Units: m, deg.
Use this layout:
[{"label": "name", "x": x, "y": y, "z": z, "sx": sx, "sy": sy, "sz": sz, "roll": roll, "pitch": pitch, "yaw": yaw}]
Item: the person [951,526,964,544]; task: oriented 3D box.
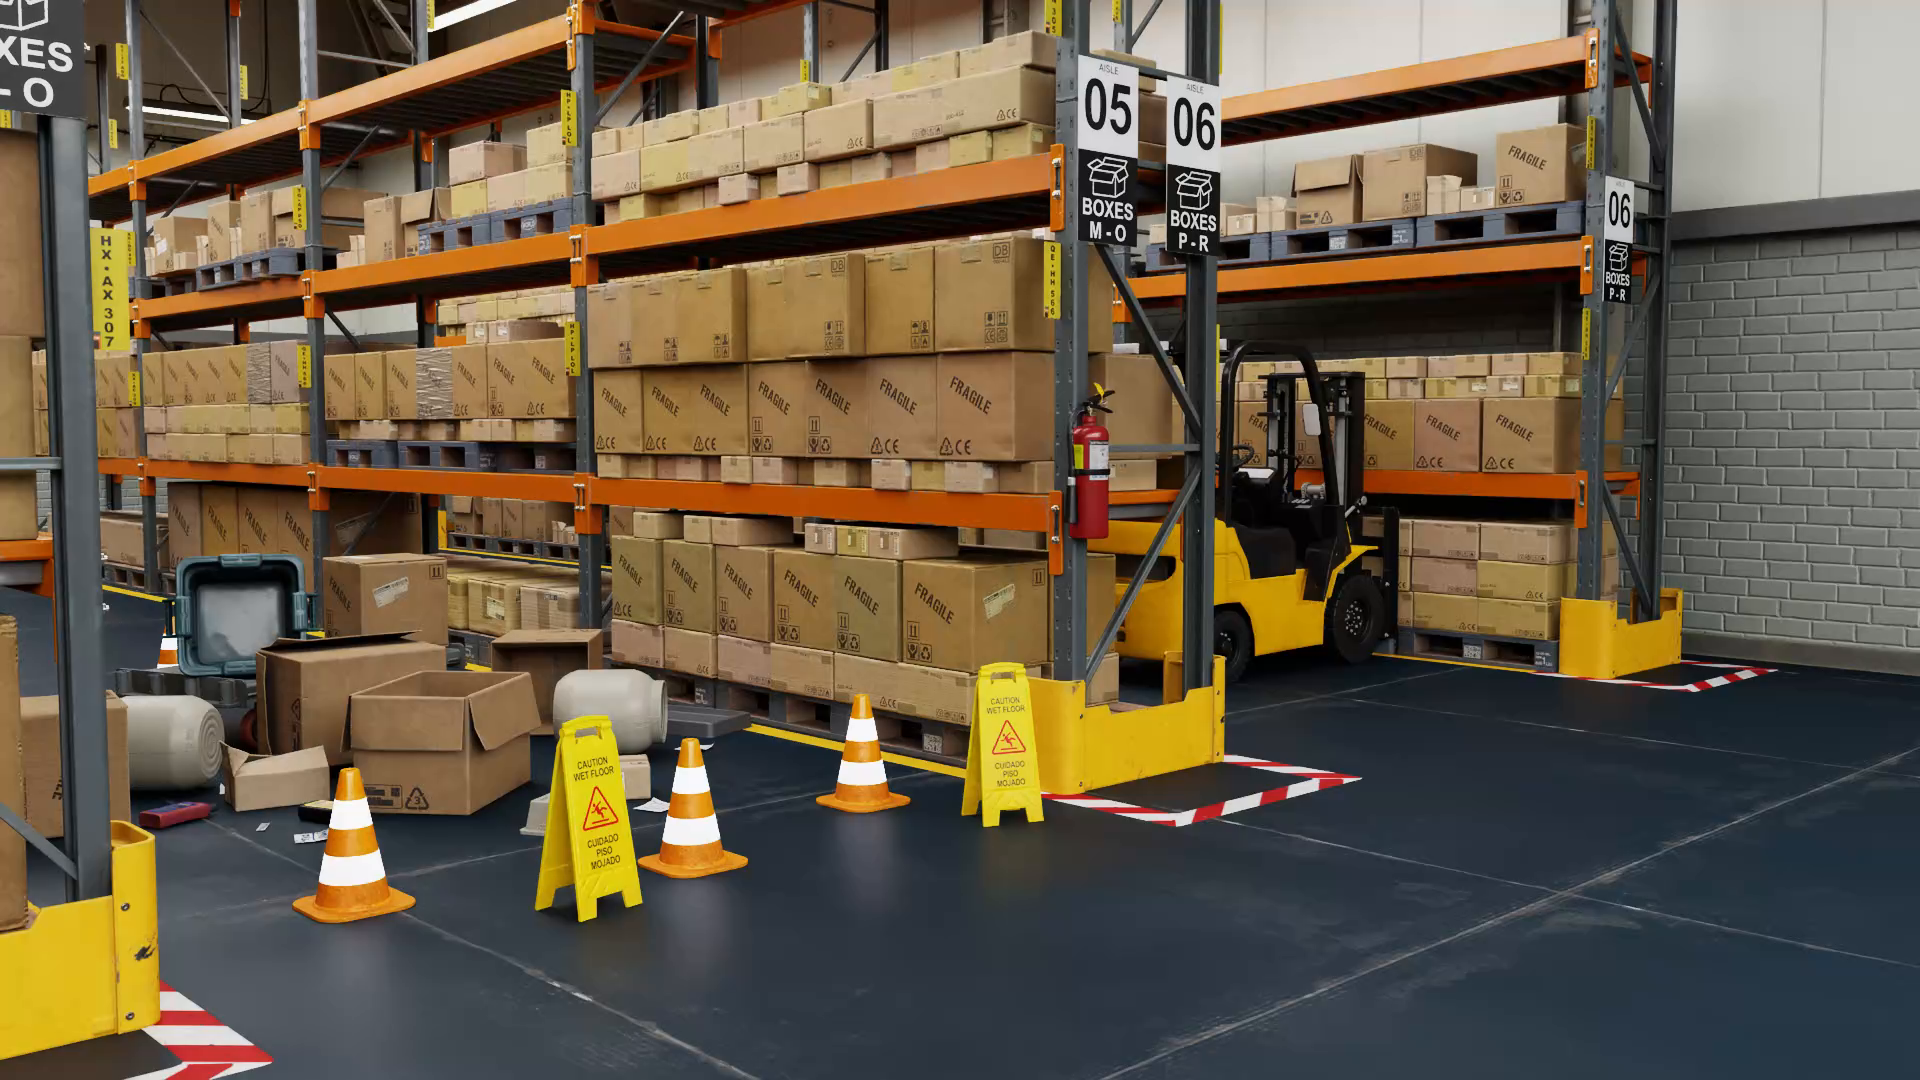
[{"label": "person", "x": -0.180, "y": -0.054, "z": 11.345, "sx": 0.502, "sy": 1.788, "sz": 0.560, "roll": 1, "pitch": 4, "yaw": 19}]
